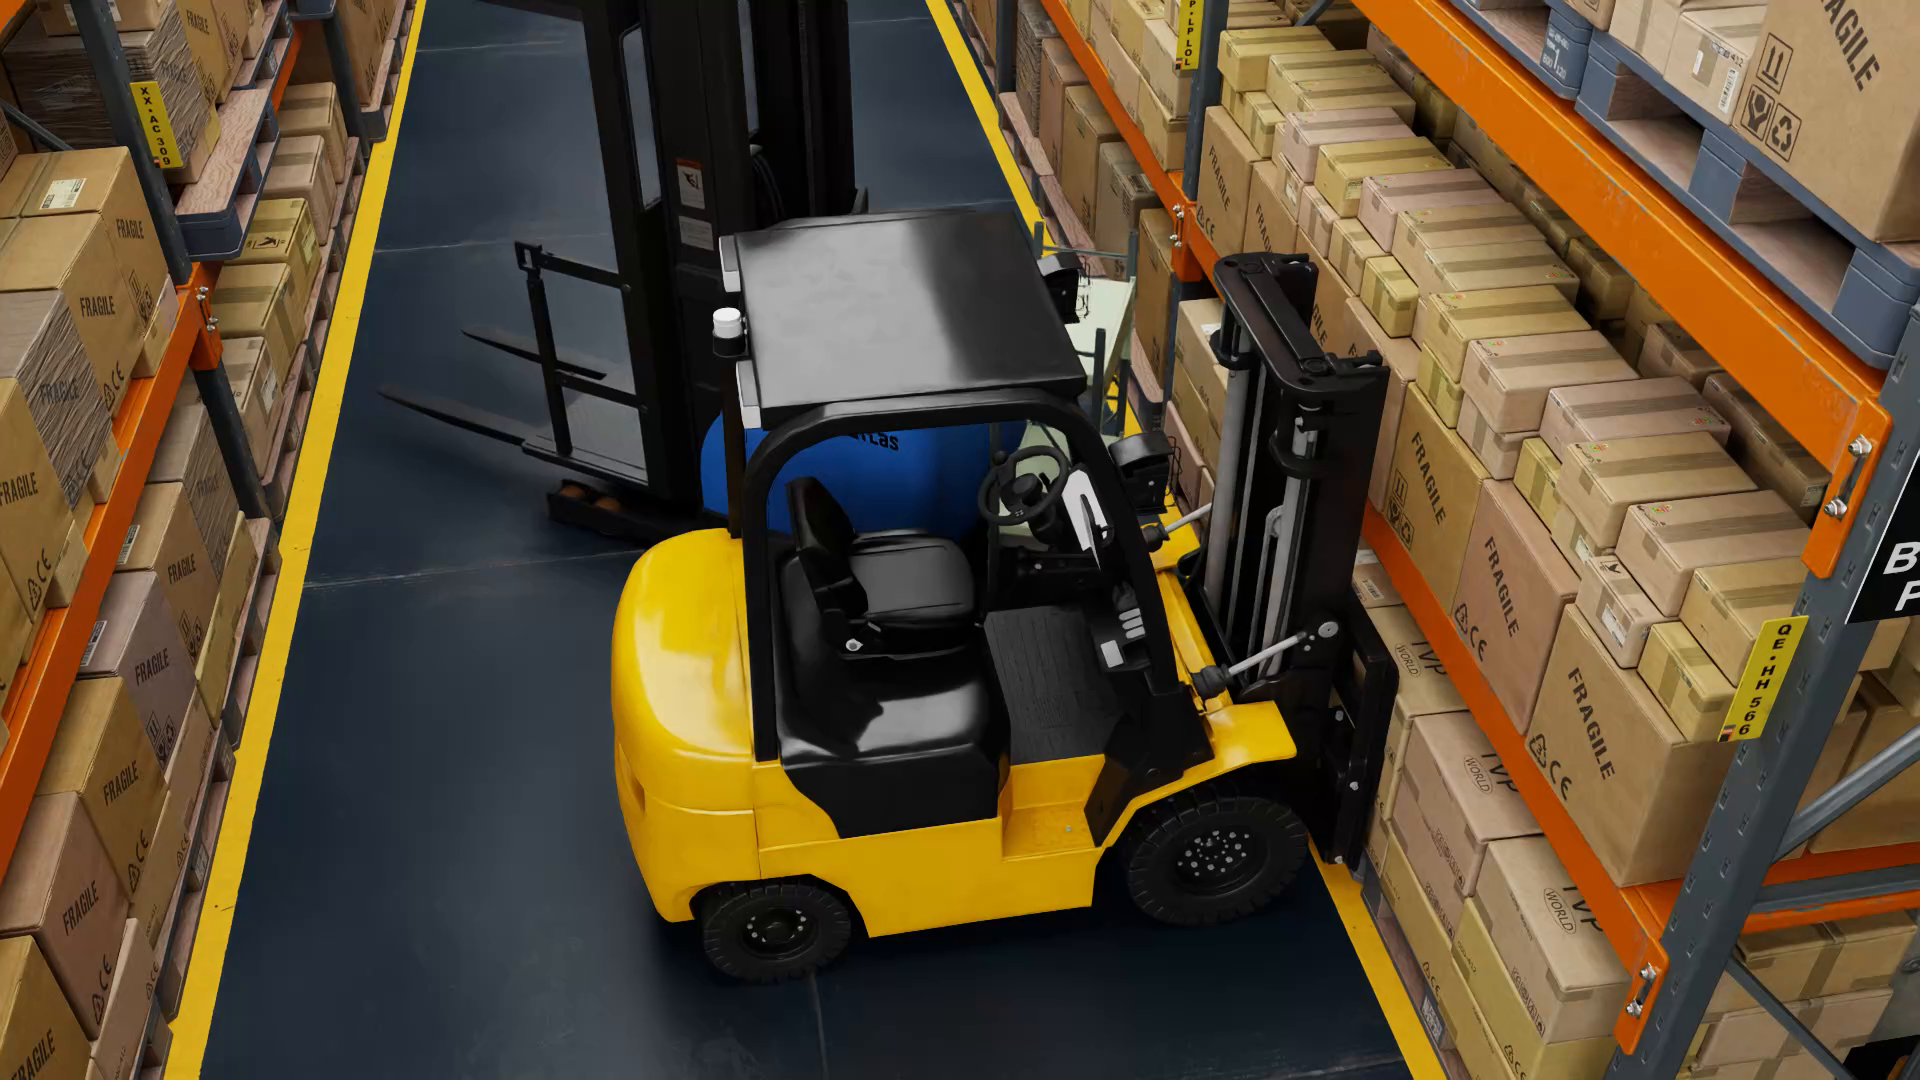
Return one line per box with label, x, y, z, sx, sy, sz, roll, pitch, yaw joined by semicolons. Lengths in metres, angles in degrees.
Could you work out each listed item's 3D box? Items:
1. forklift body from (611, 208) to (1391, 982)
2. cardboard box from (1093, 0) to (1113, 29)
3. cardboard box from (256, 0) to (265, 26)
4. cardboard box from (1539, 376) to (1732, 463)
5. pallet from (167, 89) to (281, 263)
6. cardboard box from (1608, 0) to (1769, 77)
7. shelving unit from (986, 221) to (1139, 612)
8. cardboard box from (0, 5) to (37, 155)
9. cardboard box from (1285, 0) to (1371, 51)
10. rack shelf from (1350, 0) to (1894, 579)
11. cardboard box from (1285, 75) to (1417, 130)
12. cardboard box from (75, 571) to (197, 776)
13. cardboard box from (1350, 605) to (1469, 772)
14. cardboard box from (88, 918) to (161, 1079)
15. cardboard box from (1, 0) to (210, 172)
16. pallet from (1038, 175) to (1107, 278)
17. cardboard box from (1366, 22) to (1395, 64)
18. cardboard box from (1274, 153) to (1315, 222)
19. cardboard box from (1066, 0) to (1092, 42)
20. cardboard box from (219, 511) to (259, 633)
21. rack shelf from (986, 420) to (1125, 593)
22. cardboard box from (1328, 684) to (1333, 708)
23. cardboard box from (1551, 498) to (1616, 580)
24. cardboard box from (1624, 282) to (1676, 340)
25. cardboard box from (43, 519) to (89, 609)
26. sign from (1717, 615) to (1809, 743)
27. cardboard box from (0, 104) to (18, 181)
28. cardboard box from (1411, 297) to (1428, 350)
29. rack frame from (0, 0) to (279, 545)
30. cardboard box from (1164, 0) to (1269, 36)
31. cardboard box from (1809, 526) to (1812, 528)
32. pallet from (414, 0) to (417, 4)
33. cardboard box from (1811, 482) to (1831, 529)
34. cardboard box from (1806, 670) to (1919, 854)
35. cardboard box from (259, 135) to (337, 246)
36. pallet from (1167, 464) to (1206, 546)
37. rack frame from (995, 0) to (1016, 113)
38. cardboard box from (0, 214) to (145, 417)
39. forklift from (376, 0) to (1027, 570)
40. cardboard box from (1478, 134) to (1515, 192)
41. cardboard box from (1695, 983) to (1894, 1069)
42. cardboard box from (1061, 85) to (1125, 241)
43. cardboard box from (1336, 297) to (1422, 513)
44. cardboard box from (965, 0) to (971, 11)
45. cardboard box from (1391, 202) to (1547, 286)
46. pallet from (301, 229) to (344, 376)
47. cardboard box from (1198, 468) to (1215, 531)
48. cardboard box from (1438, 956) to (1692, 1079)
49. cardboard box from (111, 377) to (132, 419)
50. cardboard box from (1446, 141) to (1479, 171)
forklift body;0.007;0.167;5.282;2.313;2.155;1.214;-6;38;-8
cardboard box;0.915;-2.662;7.946;0.500;0.250;0.500;-6;38;-7
cardboard box;-3.515;-2.482;7.862;0.380;0.149;0.250;-7;38;-9
cardboard box;1.748;-0.285;4.320;0.380;0.149;0.250;-6;38;-8
pallet;-3.443;-1.501;6.893;1.003;0.211;1.213;-6;38;-8
cardboard box;1.646;-1.177;3.561;0.396;0.266;0.258;-6;38;-8
shelving unit;0.395;-0.378;6.514;0.431;1.500;0.755;8;39;11
cardboard box;-3.759;-1.676;6.297;0.500;0.500;0.500;-7;38;-9
cardboard box;1.583;-2.166;6.983;0.380;0.149;0.250;-7;38;-9
rack shelf;1.784;-1.328;4.656;1.077;0.370;4.000;-6;38;-8
cardboard box;1.386;-1.523;5.912;0.380;0.149;0.250;-7;38;-9
cardboard box;-2.903;0.468;5.490;0.500;0.500;0.500;-4;38;-6
cardboard box;1.554;0.450;5.310;0.500;0.250;0.500;-6;38;-7
cardboard box;-2.702;1.411;4.888;0.500;0.250;0.500;-5;38;-6
cardboard box;-3.252;-1.736;6.373;0.500;0.500;0.500;-5;38;-7
pallet;1.049;-1.713;9.283;1.003;0.211;1.213;-6;38;-8
cardboard box;1.787;-1.888;6.383;0.380;0.149;0.250;-6;38;-8
cardboard box;1.321;-1.243;5.794;0.380;0.149;0.250;-5;38;-7
cardboard box;0.839;-2.770;8.492;0.500;0.250;0.500;-5;38;-6
cardboard box;-3.084;0.149;6.512;0.500;0.250;0.500;-5;38;-6
rack shelf;0.395;-0.121;6.714;0.431;0.370;0.720;8;39;11
cardboard box;1.469;0.327;5.876;0.500;0.250;0.500;-6;38;-8
cardboard box;1.739;-0.009;4.206;0.380;0.149;0.250;-6;38;-7
cardboard box;2.165;-0.655;4.795;0.380;0.149;0.250;-7;38;-9
cardboard box;-2.818;0.084;4.902;0.380;0.149;0.250;-6;38;-8
sign;1.598;0.280;3.308;0.100;0.325;0.005;-6;38;-8
cardboard box;-3.589;-1.362;5.419;0.700;0.500;0.500;-7;38;-8
cardboard box;1.594;-0.627;5.002;0.380;0.149;0.250;-6;38;-8
rack frame;-3.452;-1.099;6.220;1.000;3.000;0.127;-6;38;-8
cardboard box;1.092;-2.267;7.113;0.380;0.149;0.250;-7;38;-9
cardboard box;2.187;-0.044;4.251;0.380;0.149;0.250;-7;38;-9
pallet;-4.645;-4.372;12.706;1.003;0.211;1.213;-6;38;-8
cardboard box;2.302;-0.026;3.985;0.380;0.149;0.250;-5;38;-6
cardboard box;2.322;0.412;4.193;0.500;0.500;0.500;-5;38;-6
cardboard box;-3.927;-1.856;8.994;0.950;0.372;0.625;-7;38;-9
pallet;1.532;-0.049;7.141;1.003;0.211;1.213;-6;38;-8
rack frame;0.733;-4.051;10.020;1.000;3.000;0.127;-6;38;-8
cardboard box;-3.033;-0.704;5.388;0.500;0.500;0.500;-5;38;-6
forklift;-1.240;-1.451;6.728;3.031;2.935;1.130;17;41;21
cardboard box;1.981;-1.270;5.588;0.380;0.149;0.250;-7;38;-9
cardboard box;2.257;1.197;4.756;0.500;0.250;0.500;-6;38;-7
cardboard box;1.069;-2.101;9.102;0.875;0.625;0.625;-8;39;-10
cardboard box;1.519;-0.454;5.308;0.500;0.500;0.500;-6;38;-8
cardboard box;0.275;-4.082;11.754;0.500;0.500;0.500;-5;38;-6
cardboard box;1.563;-0.906;5.118;0.380;0.149;0.250;-6;38;-8
pallet;-3.808;-1.207;8.631;1.003;0.211;1.213;-6;38;-8
cardboard box;1.297;-0.082;6.810;0.500;0.250;0.500;-7;38;-9
cardboard box;1.742;1.451;4.836;0.500;0.250;0.500;-6;38;-8
cardboard box;-3.076;-0.523;5.683;0.380;0.149;0.250;-6;38;-8
cardboard box;1.943;-1.304;5.873;0.380;0.149;0.250;-6;38;-8
